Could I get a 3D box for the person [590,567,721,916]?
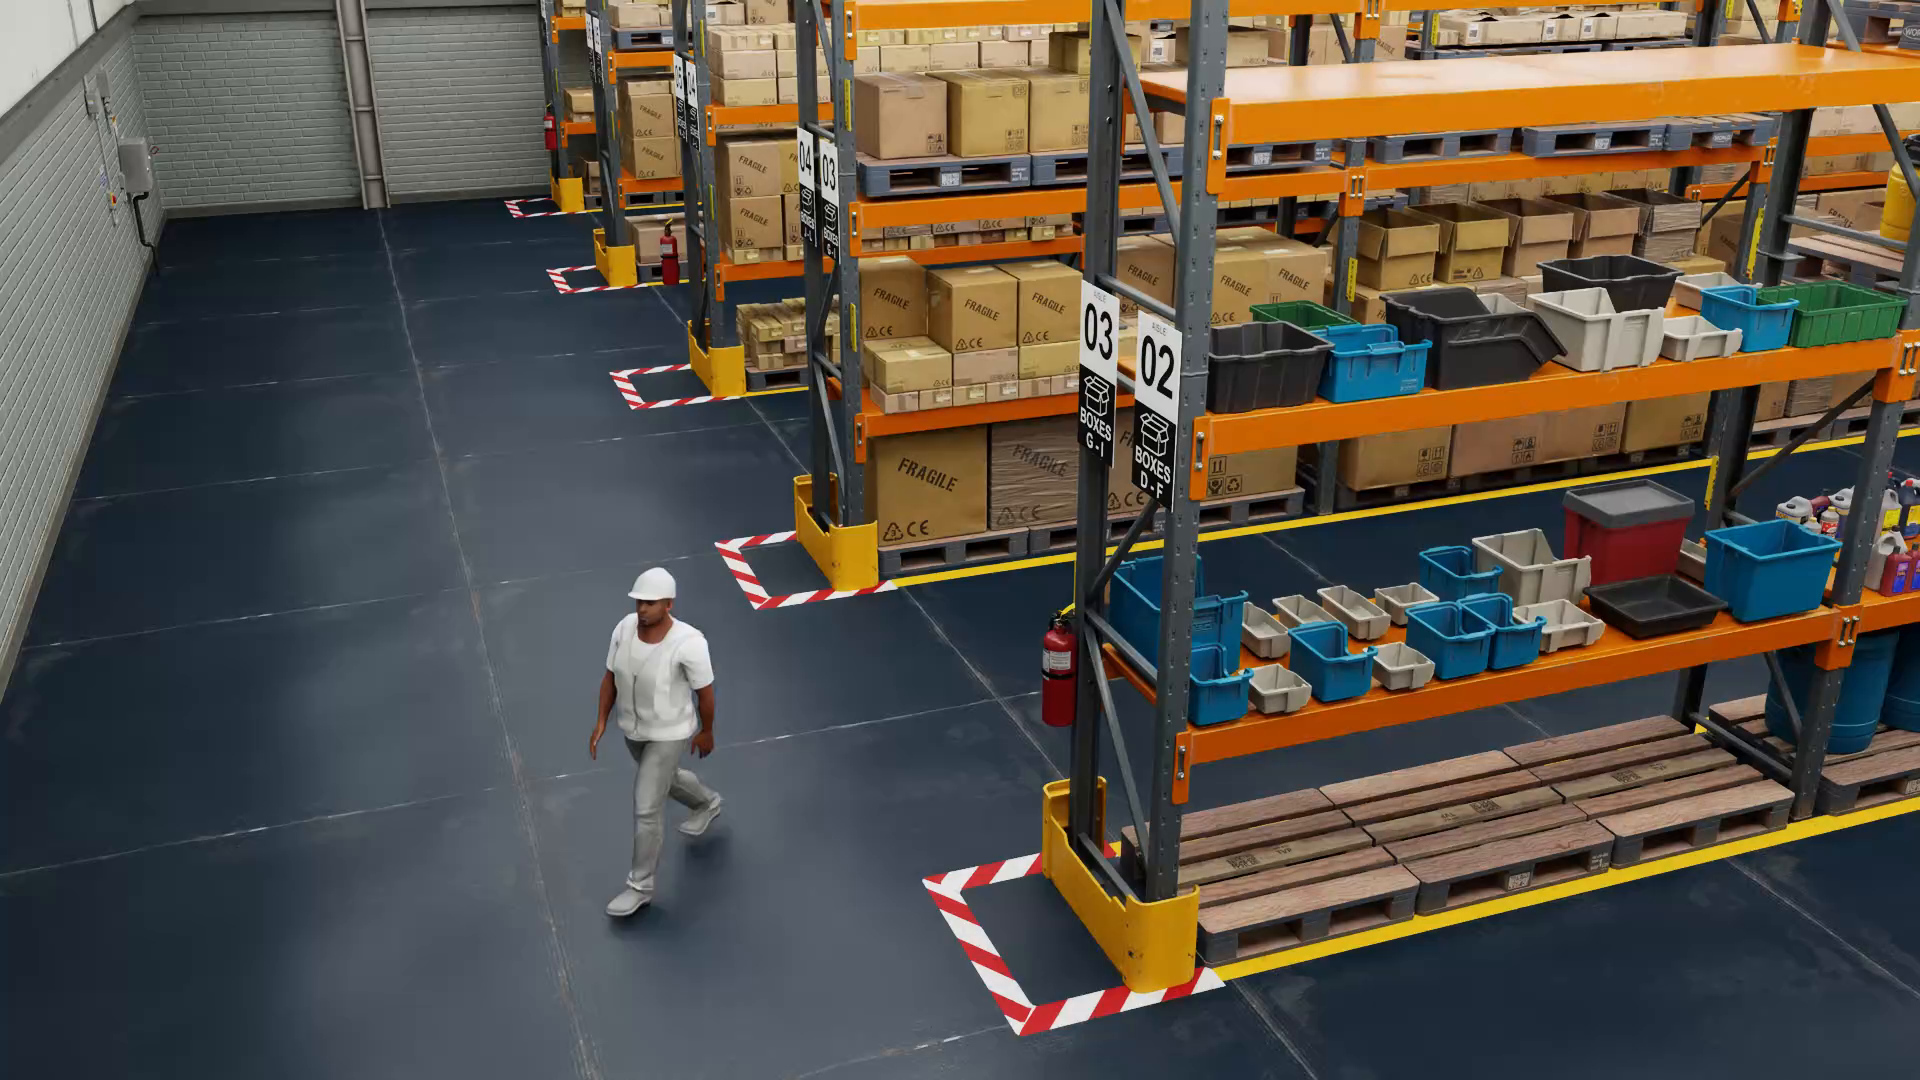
[{"bbox_3d":[-1.569,0.961,8.489,0.556,1.725,1.028,14,26,30],"label":"person"}]
